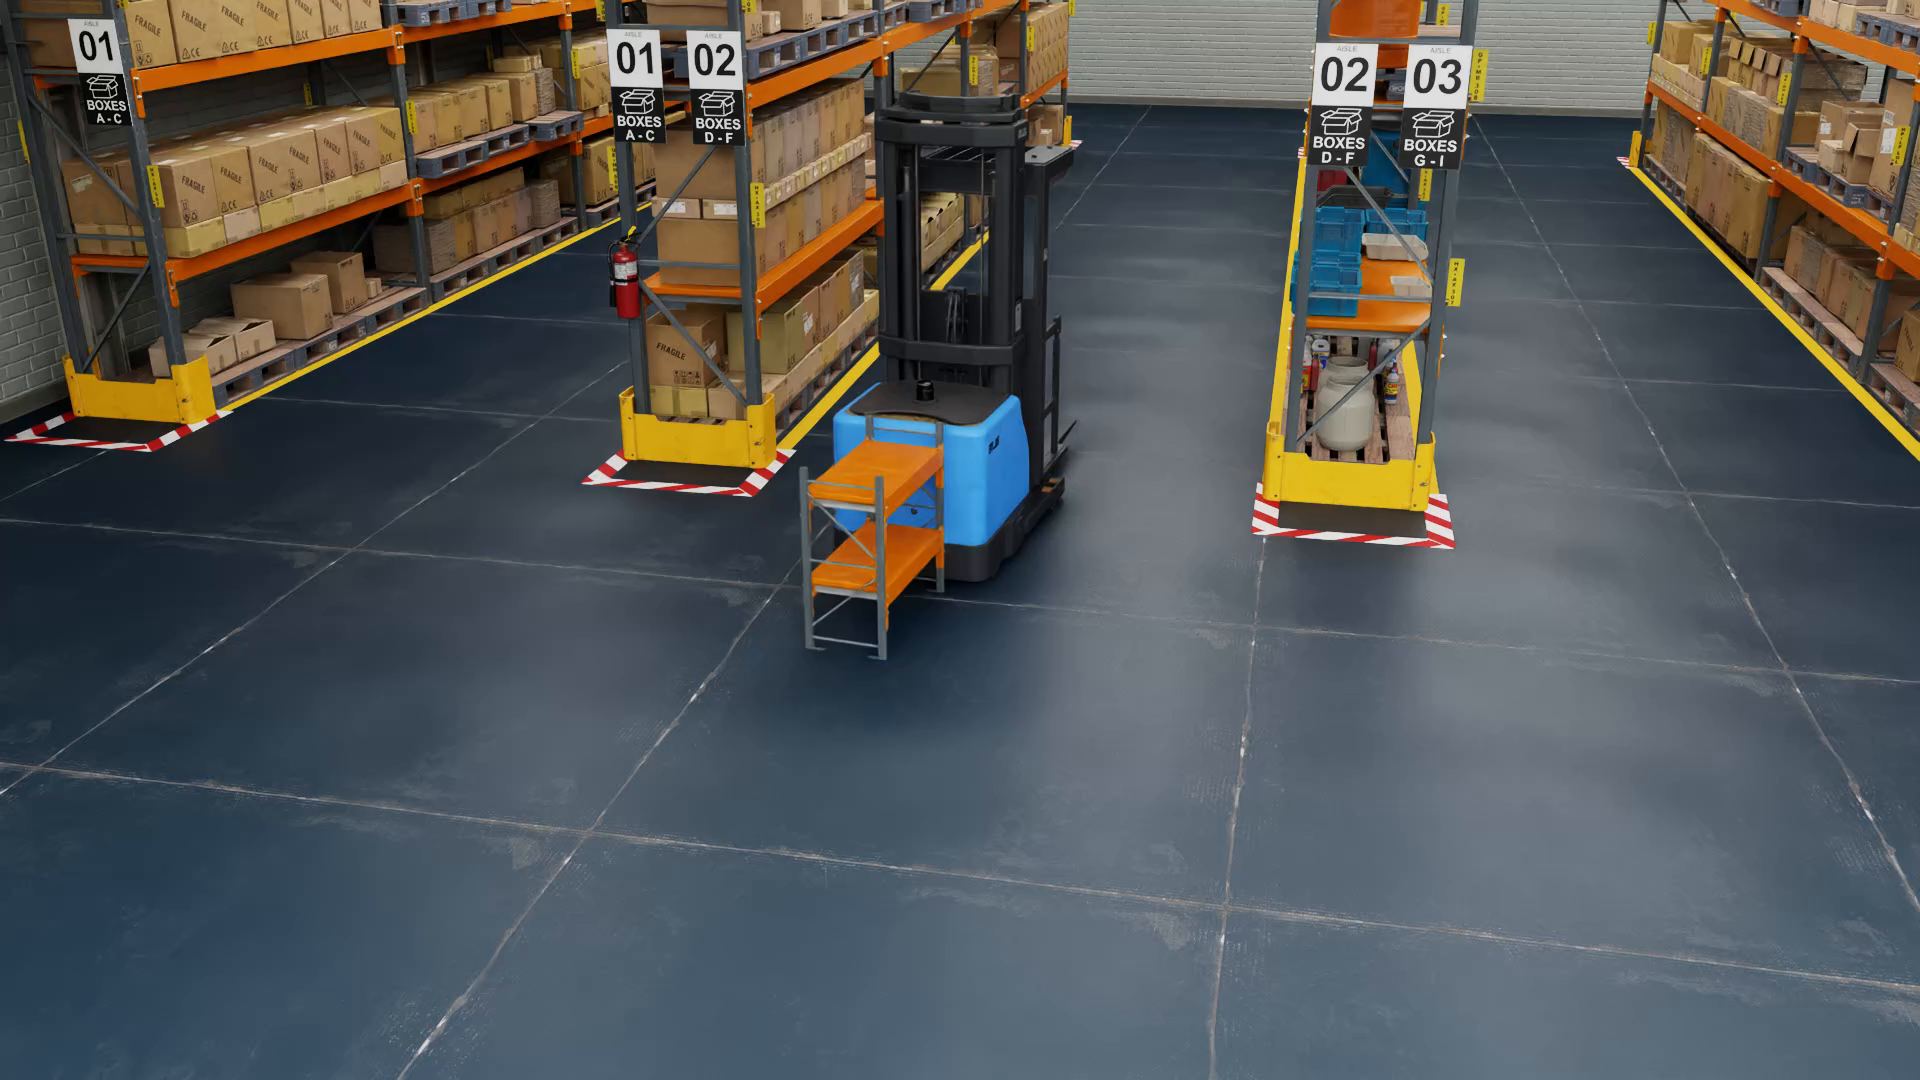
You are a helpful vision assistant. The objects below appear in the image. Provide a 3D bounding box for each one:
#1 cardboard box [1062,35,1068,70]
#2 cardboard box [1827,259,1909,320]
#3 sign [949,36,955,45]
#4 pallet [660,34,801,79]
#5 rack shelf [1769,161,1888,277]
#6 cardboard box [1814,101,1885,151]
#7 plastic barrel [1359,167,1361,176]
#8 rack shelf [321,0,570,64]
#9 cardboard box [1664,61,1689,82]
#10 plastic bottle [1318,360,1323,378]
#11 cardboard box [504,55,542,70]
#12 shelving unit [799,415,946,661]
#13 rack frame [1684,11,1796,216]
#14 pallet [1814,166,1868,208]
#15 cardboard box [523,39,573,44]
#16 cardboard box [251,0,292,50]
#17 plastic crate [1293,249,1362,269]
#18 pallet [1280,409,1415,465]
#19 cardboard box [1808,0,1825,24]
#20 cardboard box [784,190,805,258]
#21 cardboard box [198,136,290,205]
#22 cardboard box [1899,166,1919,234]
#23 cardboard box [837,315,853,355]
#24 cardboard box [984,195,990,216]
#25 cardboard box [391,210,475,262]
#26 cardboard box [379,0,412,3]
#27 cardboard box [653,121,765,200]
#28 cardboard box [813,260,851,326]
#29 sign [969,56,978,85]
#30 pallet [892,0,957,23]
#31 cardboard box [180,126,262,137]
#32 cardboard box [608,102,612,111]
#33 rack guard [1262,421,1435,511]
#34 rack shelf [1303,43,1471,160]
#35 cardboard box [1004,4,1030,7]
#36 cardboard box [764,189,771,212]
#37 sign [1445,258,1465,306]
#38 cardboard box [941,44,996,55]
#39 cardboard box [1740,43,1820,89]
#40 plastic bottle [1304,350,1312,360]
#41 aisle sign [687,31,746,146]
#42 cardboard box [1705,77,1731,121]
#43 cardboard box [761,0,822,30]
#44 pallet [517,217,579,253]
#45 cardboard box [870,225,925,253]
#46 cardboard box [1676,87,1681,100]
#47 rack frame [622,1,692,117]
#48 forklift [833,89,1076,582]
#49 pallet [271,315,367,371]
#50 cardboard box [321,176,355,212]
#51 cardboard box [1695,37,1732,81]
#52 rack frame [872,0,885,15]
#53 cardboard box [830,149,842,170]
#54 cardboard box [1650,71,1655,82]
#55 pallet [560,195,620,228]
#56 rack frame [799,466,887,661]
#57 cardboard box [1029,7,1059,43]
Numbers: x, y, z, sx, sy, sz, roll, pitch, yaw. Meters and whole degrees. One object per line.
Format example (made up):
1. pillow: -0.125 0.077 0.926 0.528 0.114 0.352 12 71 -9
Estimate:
1. cardboard box: 1.422 -7.761 26.475 0.500 0.500 0.500 5 23 13
2. cardboard box: 8.871 -2.399 16.053 0.700 0.500 0.500 3 22 6
3. sign: -0.102 -6.876 23.254 0.100 0.325 0.005 4 22 11
4. pallet: -1.848 -3.655 12.516 1.003 0.211 1.213 4 22 11
5. rack shelf: 8.903 -3.152 16.127 1.077 0.370 4.000 4 22 11
6. cardboard box: 9.240 -4.258 17.214 0.500 0.500 0.500 2 22 4
7. plastic barrel: 4.206 -3.796 16.582 0.433 0.535 0.433 0 22 0
8. rack shelf: -5.644 -5.676 18.379 1.077 0.370 4.000 4 22 11
9. cardboard box: 10.376 -6.682 23.732 0.500 0.250 0.500 4 22 9
10. plastic bottle: 3.008 -1.418 14.016 0.097 0.201 0.097 0 22 0
11. cardboard box: -5.277 -5.773 20.081 0.380 0.149 0.250 2 22 4
12. shelving unit: -0.503 -0.038 9.943 0.538 1.125 1.048 7 23 17
13. rack frame: 10.128 -5.680 21.441 1.000 3.000 0.127 4 22 11
14. pallet: 8.948 -3.401 16.039 1.003 0.211 1.213 4 22 11
15. cardboard box: -5.288 -6.266 21.334 0.500 0.250 0.500 4 22 9
16. cardboard box: -6.220 -4.556 14.474 0.500 0.500 0.500 6 23 14
17. plastic crate: 2.778 -2.043 12.609 0.499 0.251 0.408 4 22 11
18. pallet: 2.971 -0.703 12.817 1.003 0.211 1.213 4 22 11
19. cardboard box: 8.966 -5.386 16.898 0.500 0.250 0.500 5 22 12
20. cardboard box: -1.701 -2.637 13.753 0.700 0.500 0.500 5 22 11
21. cardboard box: -6.254 -3.232 14.533 0.500 0.500 0.500 4 22 9
22. cardboard box: 8.343 -2.779 13.705 0.875 0.500 0.500 4 22 11
23. cardboard box: -1.282 -1.878 15.119 0.500 0.250 0.500 4 22 11
24. cardboard box: 0.088 -4.355 20.908 0.500 0.500 0.500 4 22 9
25. cardboard box: -5.862 -3.395 18.524 0.700 0.500 0.500 4 22 10
26. cardboard box: -5.862 -5.713 16.813 0.500 0.500 0.500 8 23 19
27. cardboard box: -1.899 -2.885 12.631 0.700 0.500 0.500 5 22 11
28. cardboard box: -1.294 -2.226 14.981 0.500 0.500 0.500 4 22 11
29. sign: 0.158 -5.469 19.369 0.100 0.325 0.005 4 22 11
30. pallet: -0.662 -5.613 17.513 1.003 0.211 1.213 6 23 13
31. cardboard box: -6.664 -3.457 15.092 0.500 0.500 0.500 5 22 12
32. cardboard box: -4.770 -5.724 21.861 0.380 0.149 0.250 5 22 12
33. rack guard: 2.800 -0.541 12.027 1.175 0.500 0.348 4 22 11
34. rack shelf: 3.238 -3.458 12.872 1.077 0.370 4.000 4 22 11
35. cardboard box: 0.799 -8.075 25.917 0.500 0.500 0.500 5 22 11
36. cardboard box: -1.676 -2.619 12.839 0.380 0.149 0.250 4 22 10
37. sign: 3.368 -1.754 11.322 0.100 0.325 0.005 4 22 11
38. cardboard box: 0.115 -6.521 22.835 0.700 0.500 0.500 -3 22 -7
39. cardboard box: 9.854 -5.707 20.033 0.797 0.503 0.637 5 22 12
40. plastic bottle: 2.882 -1.455 14.009 0.152 0.276 0.135 4 22 9
41. aisle sign: -1.732 -3.206 11.819 0.394 0.787 0.004 4 22 11
42. cardboard box: 9.789 -5.577 21.052 0.500 0.500 0.500 5 22 11
43. cardboard box: -1.412 -4.332 13.195 0.500 0.500 0.500 4 22 11
44. pallet: -5.397 -3.771 20.433 1.003 0.211 1.213 4 22 11
45. cardboard box: -0.662 -3.194 17.637 0.500 0.311 0.500 4 22 9
46. cardboard box: 10.131 -6.170 22.994 0.380 0.149 0.250 4 22 10
47. rack frame: -4.420 -6.813 24.254 1.000 3.000 0.127 4 22 11
48. forklift: 0.125 -1.617 11.444 1.130 2.935 3.031 7 23 17
49. pallet: -6.401 -1.898 15.782 1.003 0.211 1.213 4 22 11
50. cardboard box: -6.049 -3.263 15.616 0.500 0.250 0.500 4 22 11
51. cardboard box: 9.960 -6.285 21.742 0.500 0.500 0.500 5 22 12
52. rack frame: -1.202 -6.293 14.934 1.000 3.000 0.127 4 22 11
53. cardboard box: -1.257 -3.370 14.704 0.380 0.149 0.250 4 22 11
54. cardboard box: 10.548 -6.921 24.861 0.380 0.149 0.250 5 22 12
55. pallet: -5.001 -4.339 21.844 1.003 0.211 1.213 4 22 11
56. rack frame: -0.665 0.142 9.496 0.500 1.125 0.032 7 23 17
57. cardboard box: 1.222 -7.851 25.360 0.500 0.500 0.500 5 22 12
